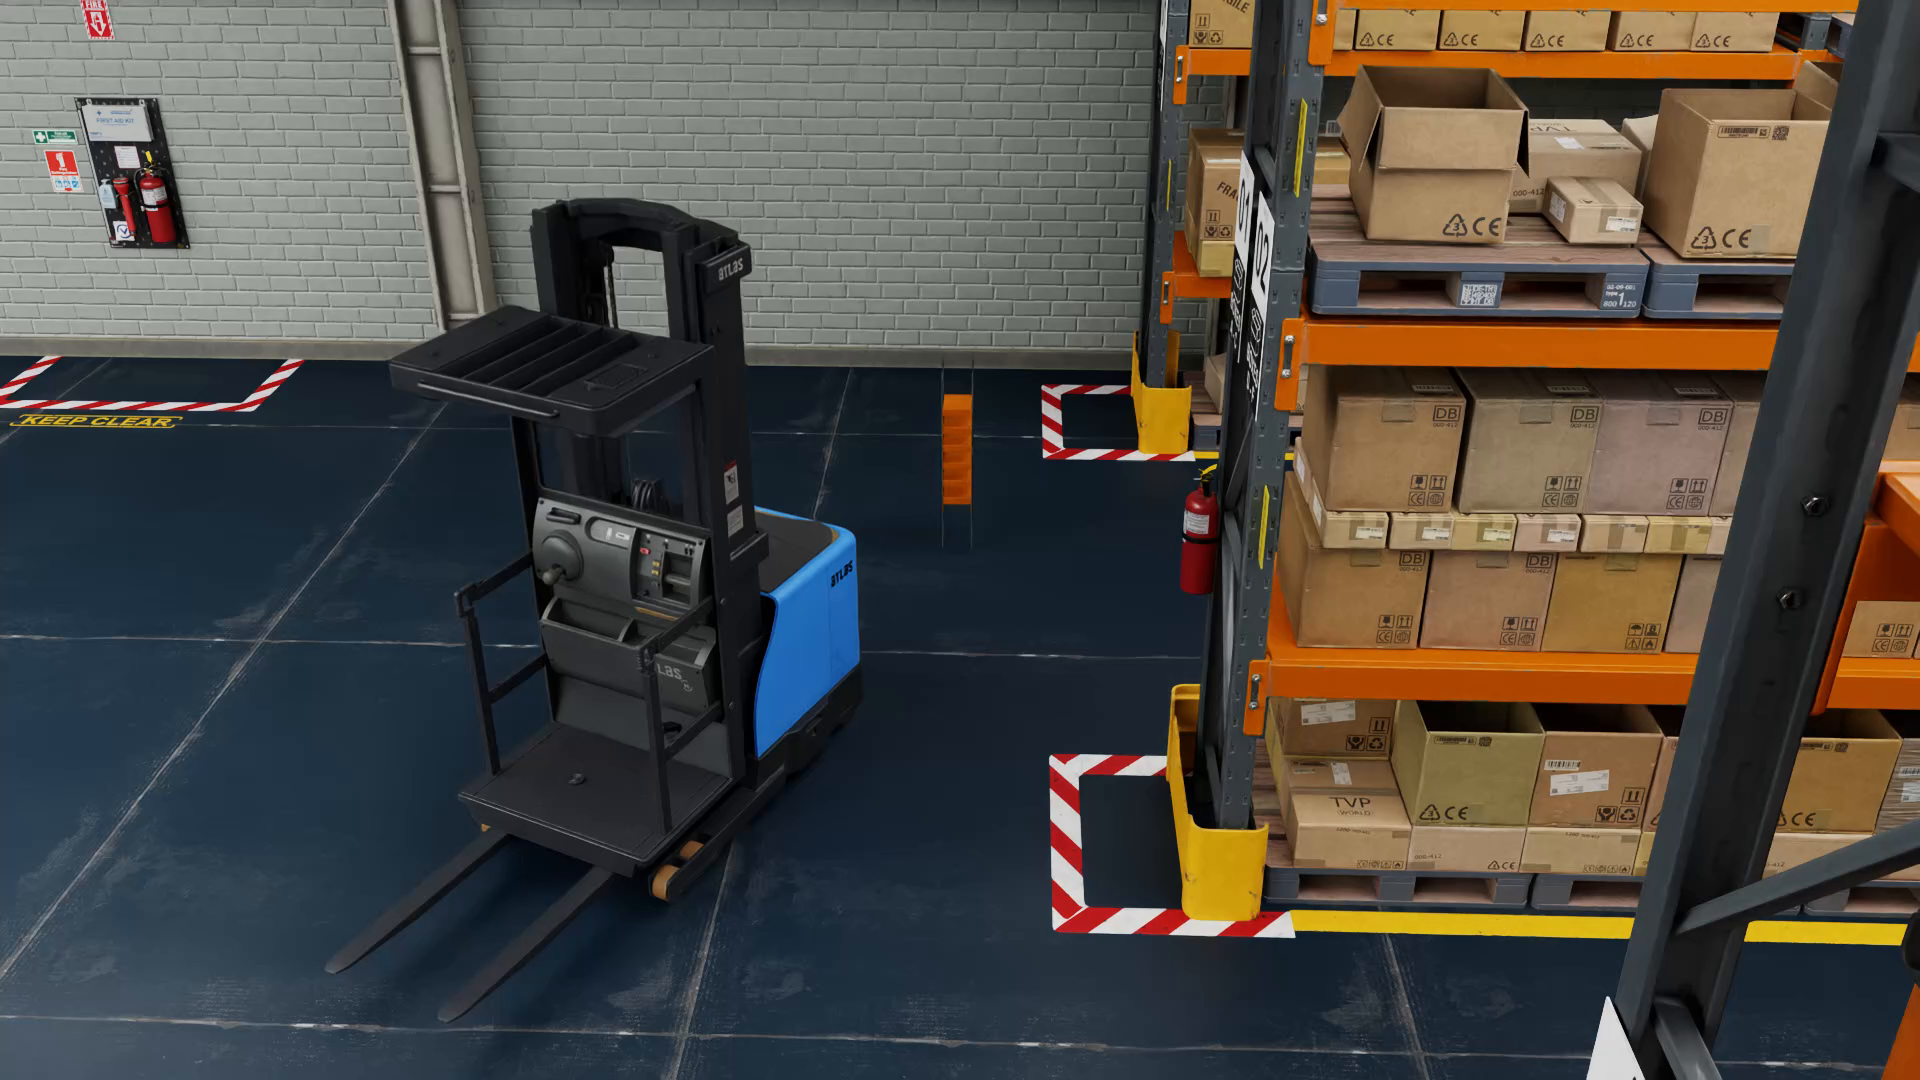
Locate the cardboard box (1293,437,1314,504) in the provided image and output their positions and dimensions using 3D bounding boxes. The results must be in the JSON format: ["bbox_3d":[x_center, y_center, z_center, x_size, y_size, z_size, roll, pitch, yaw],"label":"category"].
[{"bbox_3d":[1.611,-0.305,7.250,0.250,0.149,0.380,0,28,1],"label":"cardboard box"}]

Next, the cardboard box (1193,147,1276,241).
[{"bbox_3d":[1.860,-2.336,11.217,0.500,0.500,0.500,1,28,2],"label":"cardboard box"}]

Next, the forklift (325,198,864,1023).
[{"bbox_3d":[-1.636,0.113,7.334,1.130,2.935,3.031,13,31,24],"label":"forklift"}]

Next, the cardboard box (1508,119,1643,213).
[{"bbox_3d":[2.383,-1.503,6.667,0.500,0.250,0.500,1,28,2],"label":"cardboard box"}]

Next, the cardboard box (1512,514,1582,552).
[{"bbox_3d":[2.372,-0.102,6.866,0.250,0.149,0.380,1,28,1],"label":"cardboard box"}]

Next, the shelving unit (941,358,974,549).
[{"bbox_3d":[-0.014,-0.530,10.395,0.189,1.200,0.258,1,28,2],"label":"shelving unit"}]

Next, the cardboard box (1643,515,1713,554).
[{"bbox_3d":[2.894,-0.095,6.853,0.250,0.149,0.380,1,28,1],"label":"cardboard box"}]

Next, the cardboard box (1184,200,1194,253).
[{"bbox_3d":[1.868,-2.236,11.830,0.500,0.250,0.500,1,28,3],"label":"cardboard box"}]

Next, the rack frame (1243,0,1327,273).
[{"bbox_3d":[1.222,-2.542,5.864,0.127,3.000,1.000,1,28,2],"label":"rack frame"}]

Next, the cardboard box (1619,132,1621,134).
[{"bbox_3d":[4.412,-2.534,11.591,0.500,0.500,0.500,1,28,2],"label":"cardboard box"}]

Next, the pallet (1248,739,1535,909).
[{"bbox_3d":[1.988,1.333,7.935,1.213,0.211,1.003,1,28,2],"label":"pallet"}]

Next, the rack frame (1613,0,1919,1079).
[{"bbox_3d":[1.044,-0.222,1.487,0.053,2.616,0.949,1,28,2],"label":"rack frame"}]

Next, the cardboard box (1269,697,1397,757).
[{"bbox_3d":[1.769,0.676,7.885,0.500,0.500,0.500,1,28,2],"label":"cardboard box"}]

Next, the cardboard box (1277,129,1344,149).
[{"bbox_3d":[2.375,-2.563,11.646,0.500,0.500,0.500,1,28,2],"label":"cardboard box"}]

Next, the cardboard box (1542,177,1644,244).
[{"bbox_3d":[2.392,-1.252,6.301,0.250,0.149,0.380,1,28,2],"label":"cardboard box"}]

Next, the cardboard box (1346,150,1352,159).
[{"bbox_3d":[2.870,-2.312,11.171,0.500,0.500,0.500,0,28,0],"label":"cardboard box"}]

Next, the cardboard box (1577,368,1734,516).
[{"bbox_3d":[2.771,-0.480,6.887,0.500,0.500,0.700,1,28,2],"label":"cardboard box"}]

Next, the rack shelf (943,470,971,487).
[{"bbox_3d":[-0.014,-0.385,10.472,0.180,0.103,0.258,1,28,2],"label":"rack shelf"}]

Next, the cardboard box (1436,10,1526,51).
[{"bbox_3d":[3.310,-3.435,10.622,0.500,0.500,0.500,3,28,5],"label":"cardboard box"}]

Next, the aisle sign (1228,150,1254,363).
[{"bbox_3d":[1.167,-1.179,6.921,0.004,0.787,0.394,1,28,2],"label":"aisle sign"}]

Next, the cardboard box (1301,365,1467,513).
[{"bbox_3d":[1.741,-0.495,6.914,0.500,0.500,0.700,1,28,2],"label":"cardboard box"}]

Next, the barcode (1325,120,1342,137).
[{"bbox_3d":[1.541,-1.694,6.847,0.075,0.075,0.001,1,28,2],"label":"barcode"}]

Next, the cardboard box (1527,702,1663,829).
[{"bbox_3d":[2.750,0.929,7.407,0.500,0.500,0.500,1,28,2],"label":"cardboard box"}]

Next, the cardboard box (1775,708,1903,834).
[{"bbox_3d":[3.750,0.947,7.374,0.500,0.500,0.500,1,28,2],"label":"cardboard box"}]

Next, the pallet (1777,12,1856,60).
[{"bbox_3d":[6.004,-3.327,10.746,1.003,0.211,1.213,1,28,2],"label":"pallet"}]

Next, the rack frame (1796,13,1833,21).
[{"bbox_3d":[5.391,-4.795,10.113,0.127,3.000,1.000,1,28,2],"label":"rack frame"}]

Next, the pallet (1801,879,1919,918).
[{"bbox_3d":[4.427,1.374,7.859,1.213,0.211,1.003,1,28,2],"label":"pallet"}]

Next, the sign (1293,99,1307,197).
[{"bbox_3d":[1.197,-1.379,5.853,0.005,0.325,0.100,1,28,2],"label":"sign"}]

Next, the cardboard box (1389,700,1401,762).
[{"bbox_3d":[2.269,1.011,8.053,0.500,0.250,0.500,1,28,2],"label":"cardboard box"}]

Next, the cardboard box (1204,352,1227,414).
[{"bbox_3d":[2.082,-1.163,12.068,0.500,0.311,0.500,-2,28,-4],"label":"cardboard box"}]

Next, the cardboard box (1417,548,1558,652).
[{"bbox_3d":[2.214,0.084,7.207,0.500,0.500,0.700,2,28,3],"label":"cardboard box"}]

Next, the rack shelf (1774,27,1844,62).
[{"bbox_3d":[7.390,-3.119,10.922,4.000,0.370,1.077,1,28,2],"label":"rack shelf"}]

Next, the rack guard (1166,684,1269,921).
[{"bbox_3d":[1.198,1.212,7.855,0.348,0.500,1.175,1,28,2],"label":"rack guard"}]

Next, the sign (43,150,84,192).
[{"bbox_3d":[-6.890,-2.835,12.783,0.234,0.329,0.001,1,28,2],"label":"sign"}]

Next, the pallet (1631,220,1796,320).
[{"bbox_3d":[3.151,-1.135,6.506,1.213,0.211,1.003,1,28,2],"label":"pallet"}]

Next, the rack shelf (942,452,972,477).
[{"bbox_3d":[-0.014,-0.491,10.416,0.180,0.103,0.258,1,28,2],"label":"rack shelf"}]

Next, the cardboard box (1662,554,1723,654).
[{"bbox_3d":[3.236,0.102,7.174,0.500,0.500,0.700,2,28,3],"label":"cardboard box"}]

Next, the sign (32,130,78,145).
[{"bbox_3d":[-6.886,-3.065,12.650,0.331,0.109,0.001,1,28,2],"label":"sign"}]

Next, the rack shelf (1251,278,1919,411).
[{"bbox_3d":[3.221,-0.866,6.672,4.000,0.370,1.077,1,28,2],"label":"rack shelf"}]

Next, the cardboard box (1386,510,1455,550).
[{"bbox_3d":[1.871,-0.112,6.885,0.250,0.149,0.380,0,28,0],"label":"cardboard box"}]

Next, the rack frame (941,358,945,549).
[{"bbox_3d":[-0.106,-0.532,10.398,0.006,1.200,0.240,1,28,2],"label":"rack frame"}]

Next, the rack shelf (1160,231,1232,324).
[{"bbox_3d":[3.392,-1.860,11.749,4.000,0.370,1.077,1,28,2],"label":"rack shelf"}]

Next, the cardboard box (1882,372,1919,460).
[{"bbox_3d":[3.771,-0.464,6.856,0.500,0.500,0.700,1,28,2],"label":"cardboard box"}]

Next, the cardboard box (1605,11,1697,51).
[{"bbox_3d":[4.373,-3.430,10.612,0.500,0.500,0.500,-1,28,-3],"label":"cardboard box"}]

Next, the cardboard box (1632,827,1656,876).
[{"bbox_3d":[3.250,1.276,7.553,0.500,0.250,0.500,1,28,2],"label":"cardboard box"}]

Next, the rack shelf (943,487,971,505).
[{"bbox_3d":[-0.014,-0.279,10.528,0.180,0.103,0.258,1,28,2],"label":"rack shelf"}]

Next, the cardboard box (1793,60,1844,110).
[{"bbox_3d":[3.579,-1.530,6.449,0.637,0.503,0.797,4,28,7],"label":"cardboard box"}]

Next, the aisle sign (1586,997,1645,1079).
[{"bbox_3d":[0.982,1.138,2.551,0.004,0.787,0.394,1,28,2],"label":"aisle sign"}]

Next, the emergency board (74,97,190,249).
[{"bbox_3d":[-6.341,-2.762,12.683,0.643,1.169,0.194,1,28,2],"label":"emergency board"}]

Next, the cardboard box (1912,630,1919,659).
[{"bbox_3d":[4.249,0.120,7.140,0.500,0.500,0.700,1,28,1],"label":"cardboard box"}]

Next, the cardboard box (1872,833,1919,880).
[{"bbox_3d":[4.249,1.285,7.535,0.500,0.250,0.500,1,28,2],"label":"cardboard box"}]

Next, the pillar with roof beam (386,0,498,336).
[{"bbox_3d":[-4.025,-3.339,7.366,0.400,9.000,9.100,1,28,2],"label":"pillar with roof beam"}]

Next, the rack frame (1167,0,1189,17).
[{"bbox_3d":[1.394,-4.861,10.238,0.127,3.000,1.000,1,28,2],"label":"rack frame"}]

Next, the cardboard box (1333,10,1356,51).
[{"bbox_3d":[2.254,-3.441,10.633,0.500,0.500,0.500,3,28,5],"label":"cardboard box"}]

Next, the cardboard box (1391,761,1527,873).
[{"bbox_3d":[2.250,1.257,7.589,0.500,0.250,0.500,1,28,2],"label":"cardboard box"}]
